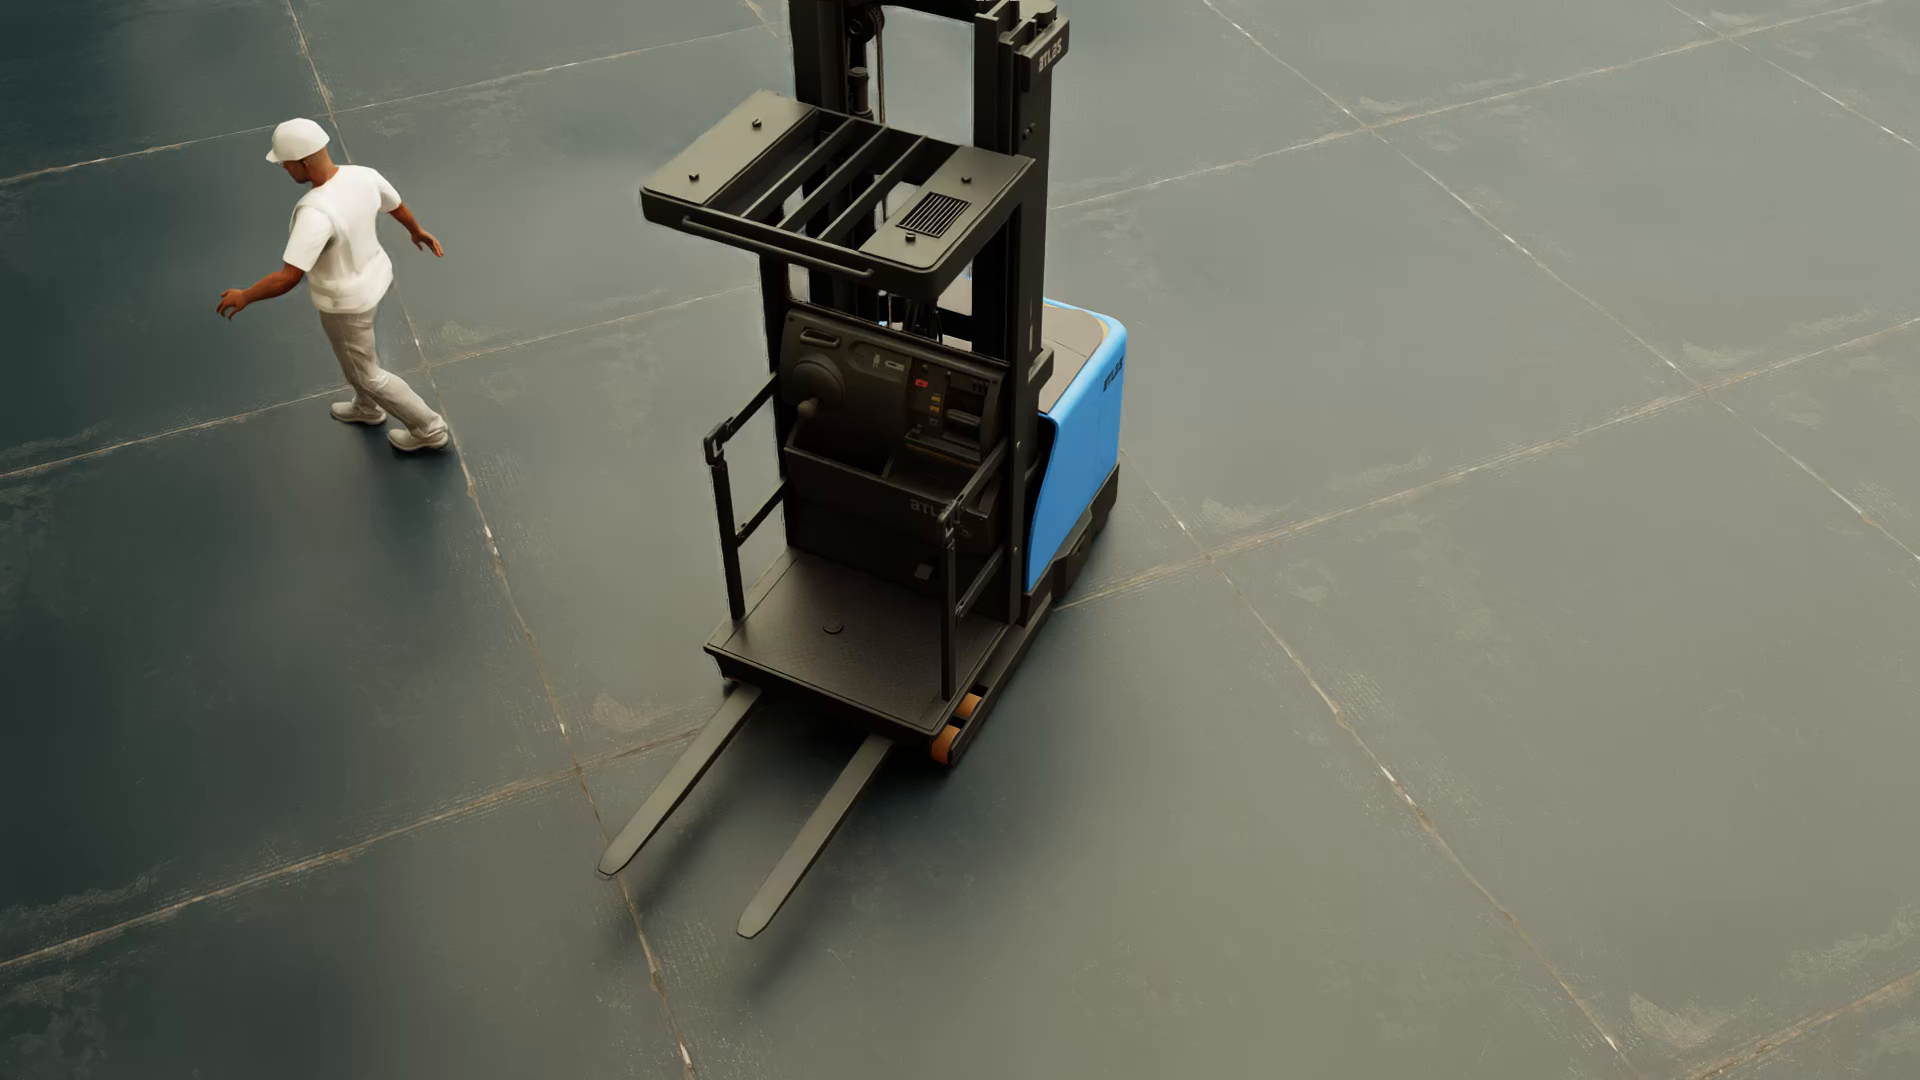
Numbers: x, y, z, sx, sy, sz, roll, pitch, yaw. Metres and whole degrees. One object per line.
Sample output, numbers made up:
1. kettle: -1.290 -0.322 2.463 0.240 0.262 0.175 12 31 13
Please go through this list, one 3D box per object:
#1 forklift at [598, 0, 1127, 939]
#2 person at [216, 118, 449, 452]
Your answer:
1. forklift: -0.368 -0.500 6.215 1.130 2.935 3.031 19 46 19
2. person: -2.892 -1.201 7.845 0.759 1.745 1.009 7 44 8
